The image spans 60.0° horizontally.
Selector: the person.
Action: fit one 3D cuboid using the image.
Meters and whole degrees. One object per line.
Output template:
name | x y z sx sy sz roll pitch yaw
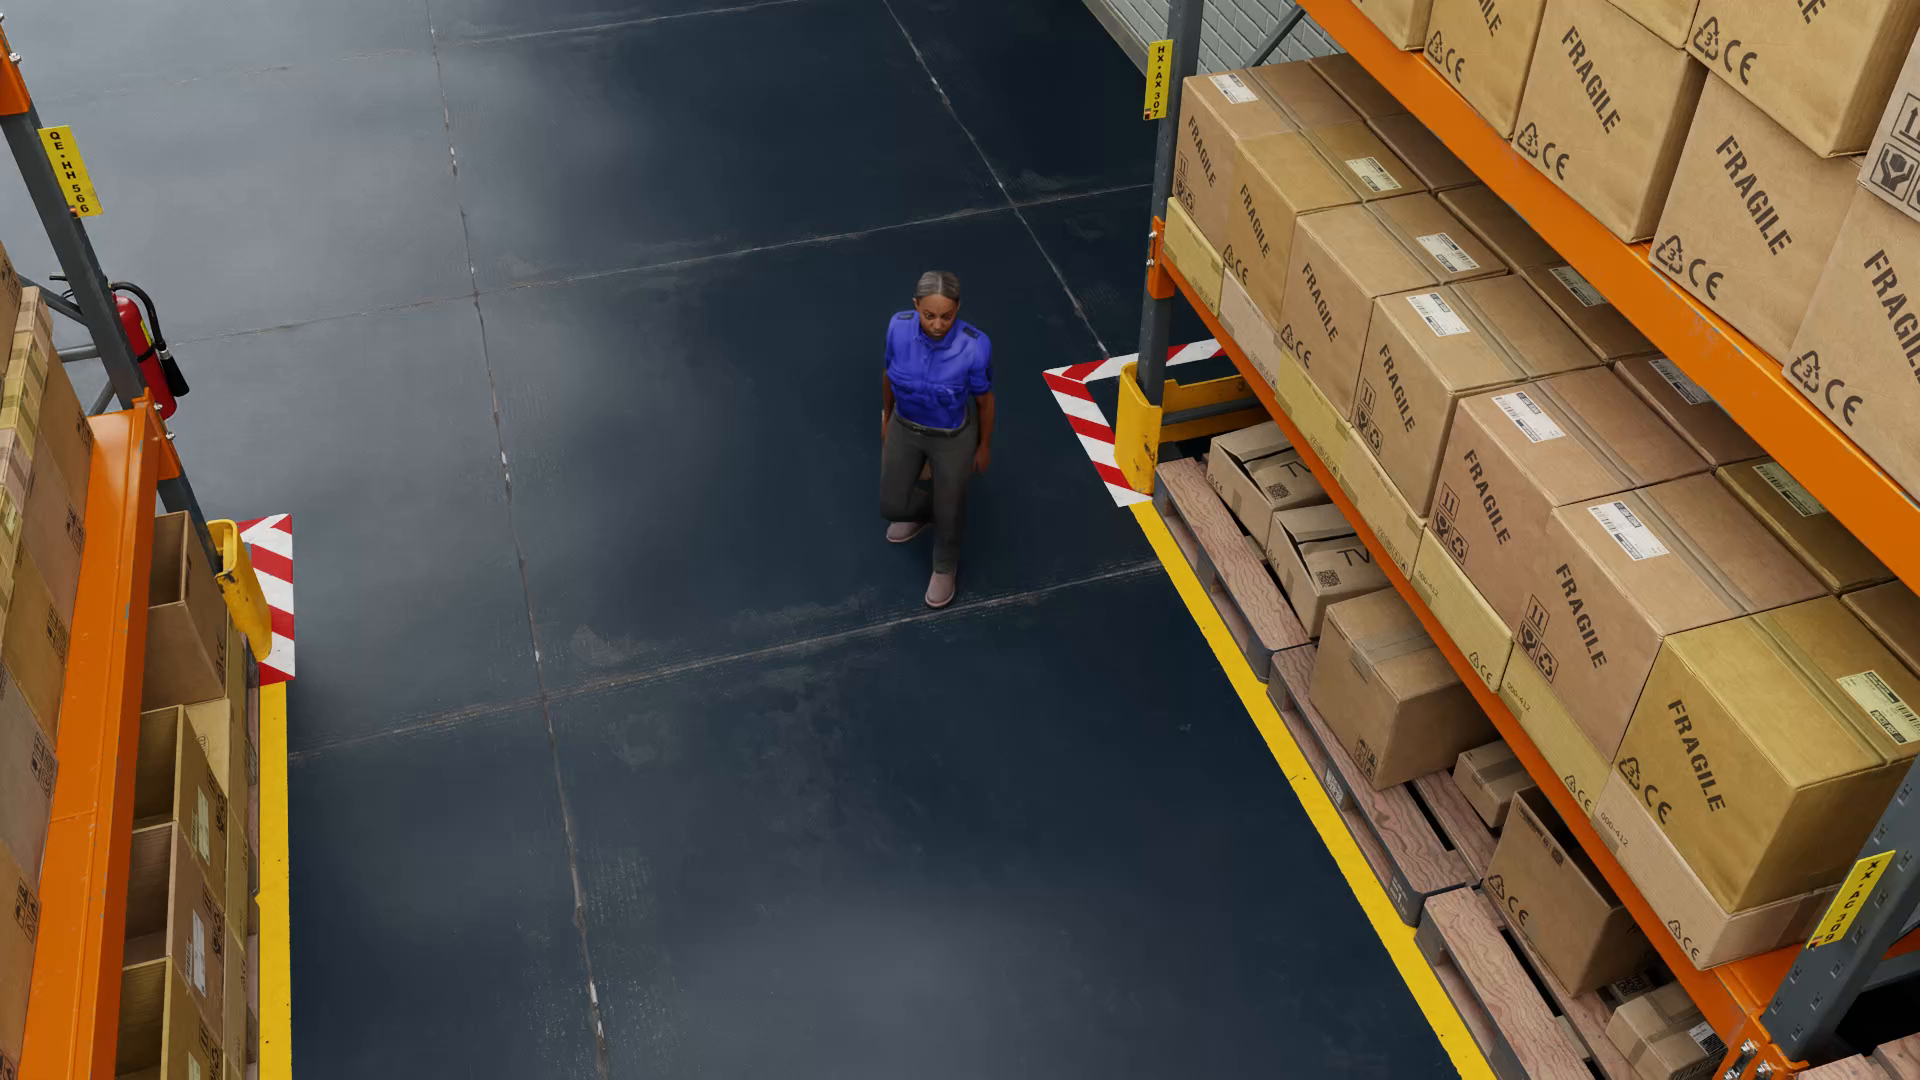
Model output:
person | -0.096 -0.459 6.662 0.524 1.652 0.511 13 44 13
